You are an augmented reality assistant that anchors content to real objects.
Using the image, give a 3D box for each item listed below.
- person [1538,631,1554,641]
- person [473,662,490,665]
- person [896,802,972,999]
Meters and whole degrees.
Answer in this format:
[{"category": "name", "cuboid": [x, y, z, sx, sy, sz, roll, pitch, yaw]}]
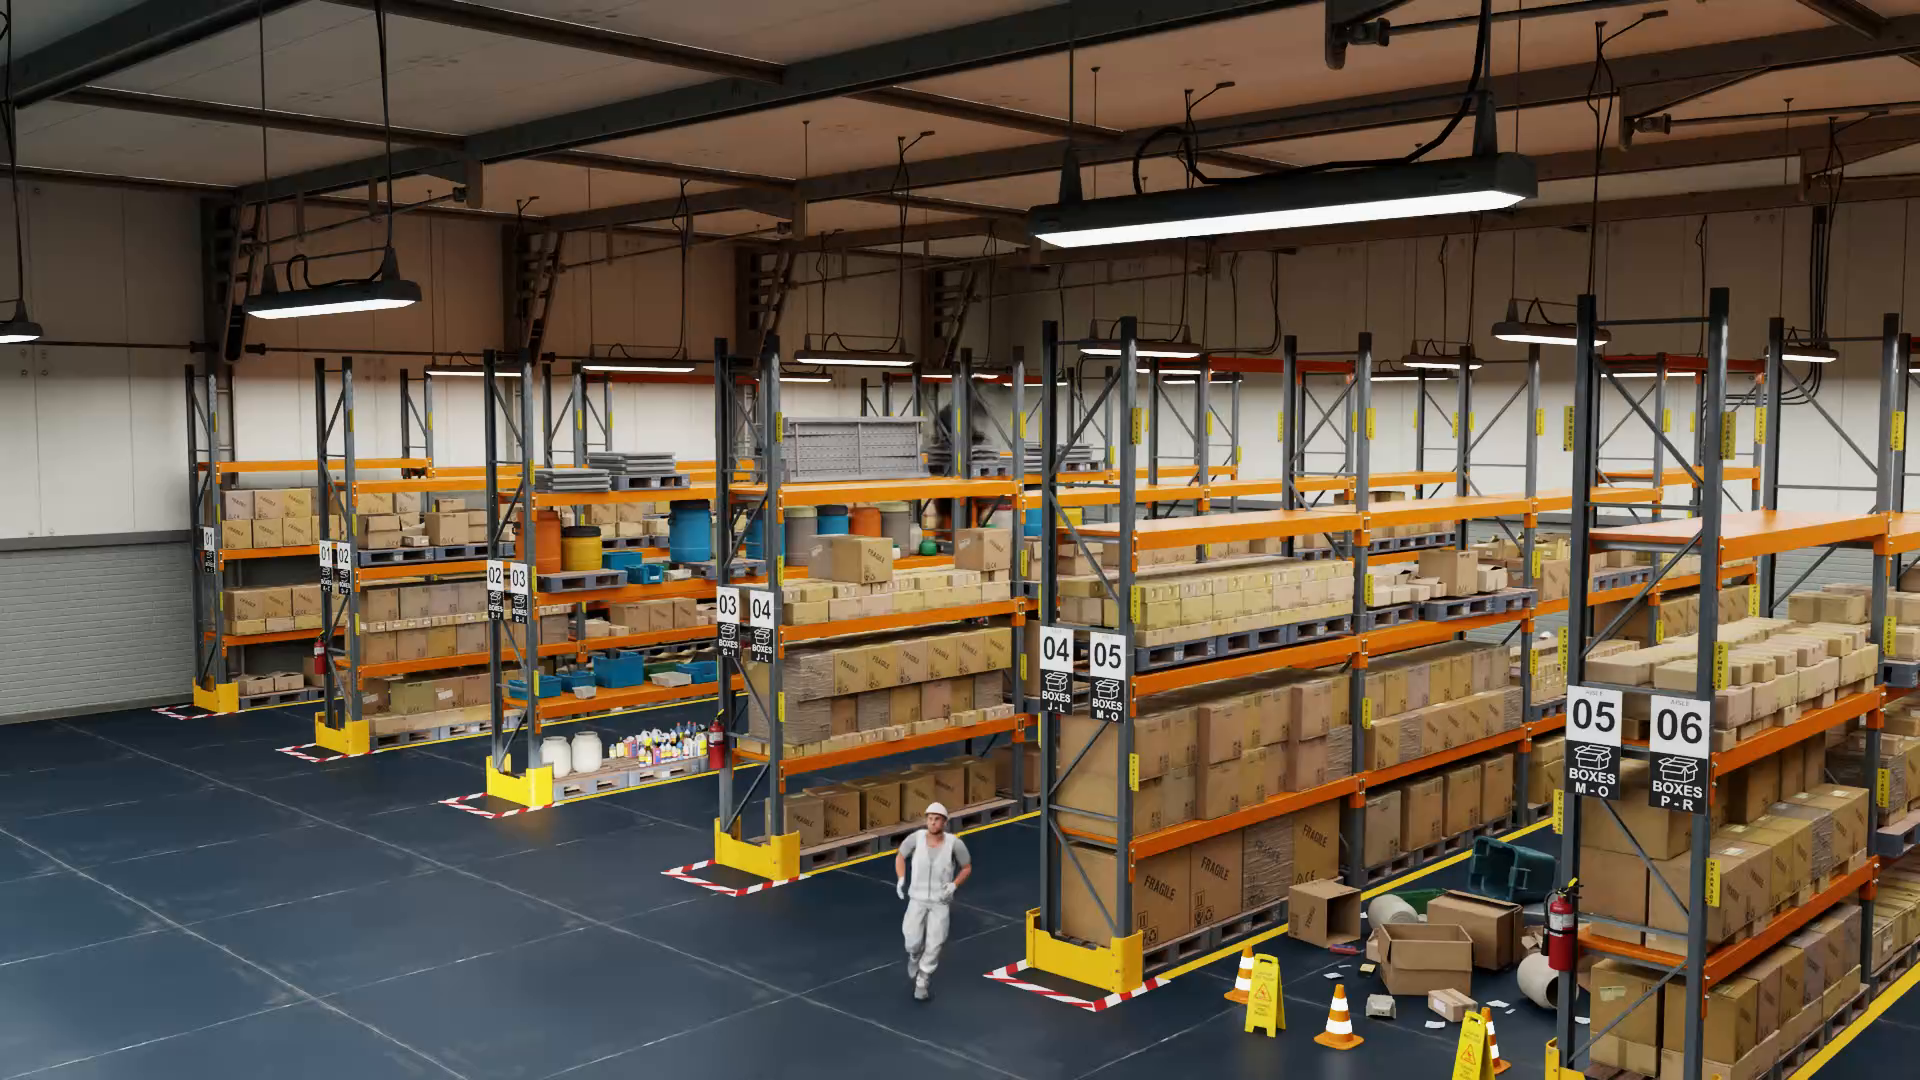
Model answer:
[{"category": "person", "cuboid": [9.205, 2.302, 26.073, 0.638, 1.749, 0.671, -4, 6, -43]}, {"category": "person", "cuboid": [-8.311, 2.024, 29.142, 0.657, 1.784, 0.879, 4, 6, 39]}, {"category": "person", "cuboid": [-0.238, 3.172, 14.723, 0.686, 1.734, 0.554, 0, 4, 6]}]
